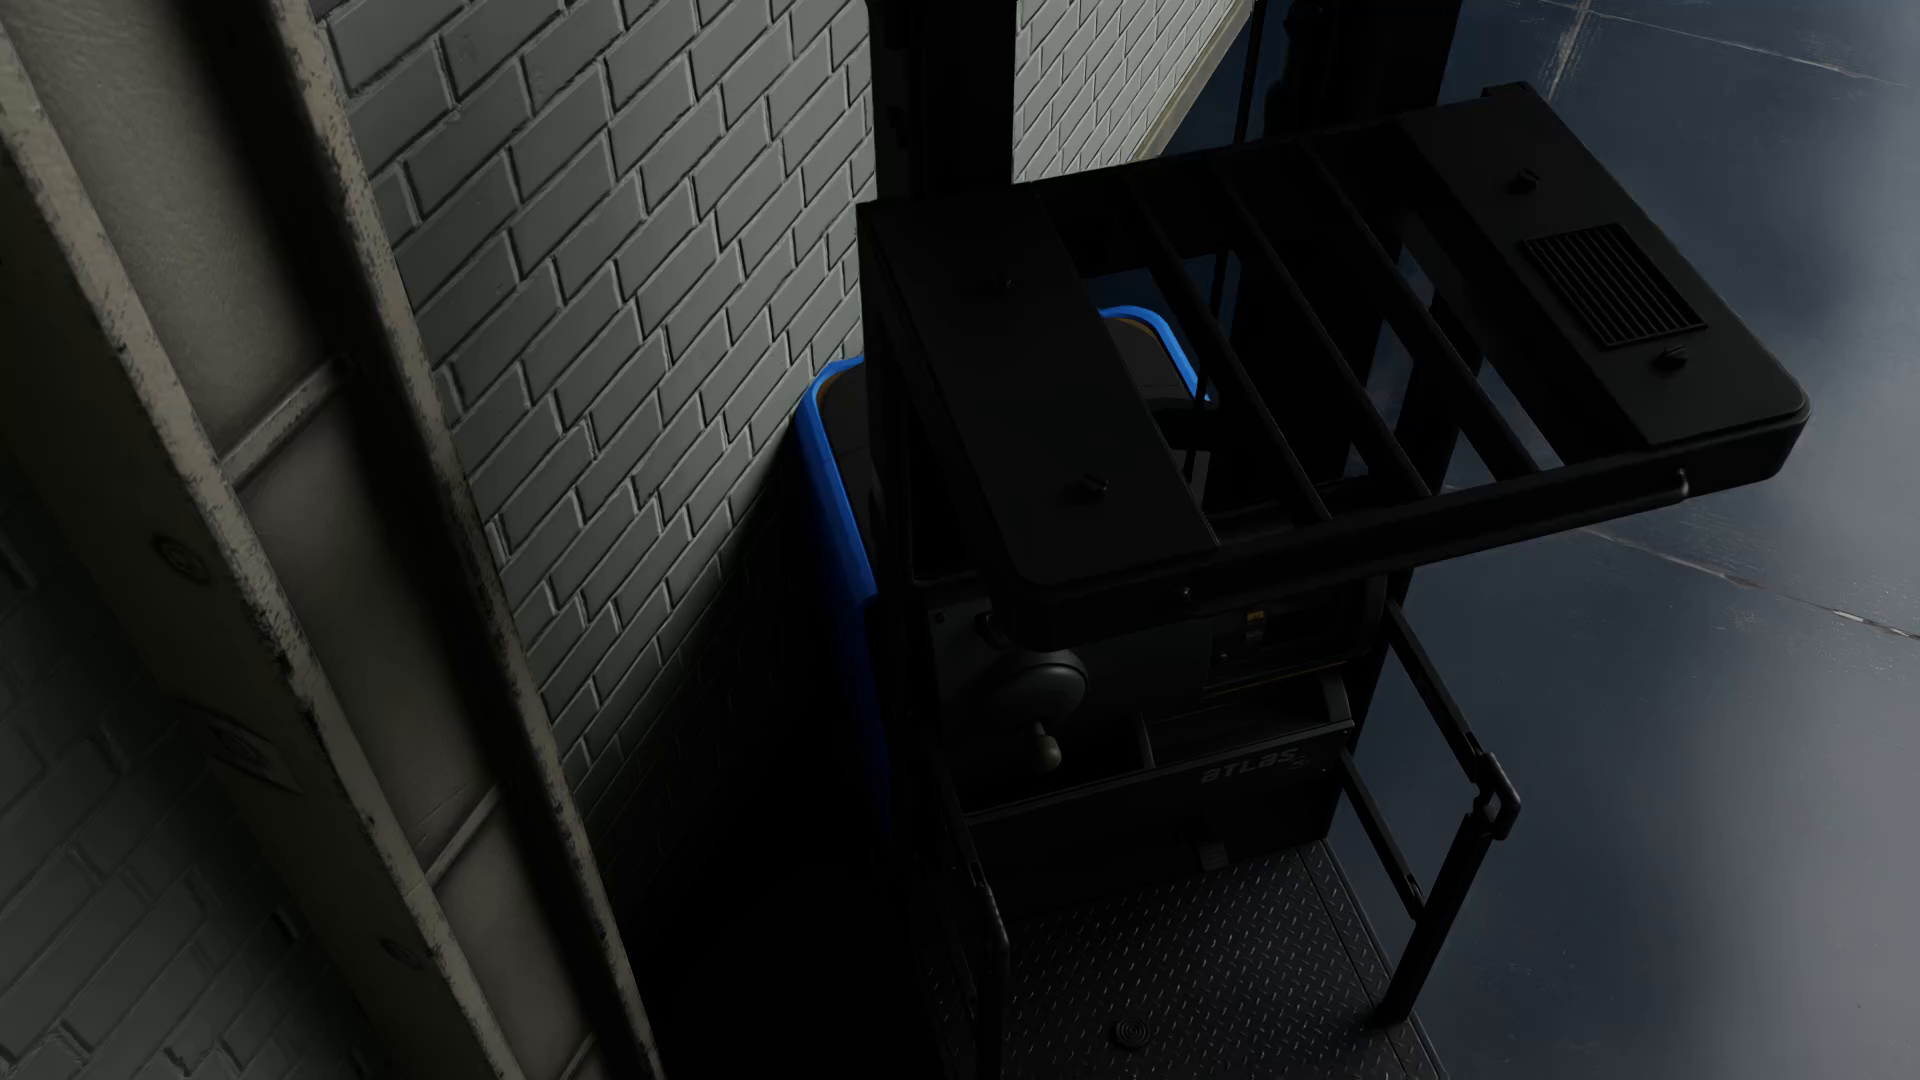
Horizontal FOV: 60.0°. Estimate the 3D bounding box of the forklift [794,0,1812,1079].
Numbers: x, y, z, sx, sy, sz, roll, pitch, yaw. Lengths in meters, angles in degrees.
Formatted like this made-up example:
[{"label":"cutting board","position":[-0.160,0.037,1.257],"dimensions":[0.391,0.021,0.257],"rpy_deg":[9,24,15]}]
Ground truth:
[{"label":"forklift","position":[0.455,0.288,3.081],"dimensions":[1.130,2.935,3.031],"rpy_deg":[-13,51,-11]}]
